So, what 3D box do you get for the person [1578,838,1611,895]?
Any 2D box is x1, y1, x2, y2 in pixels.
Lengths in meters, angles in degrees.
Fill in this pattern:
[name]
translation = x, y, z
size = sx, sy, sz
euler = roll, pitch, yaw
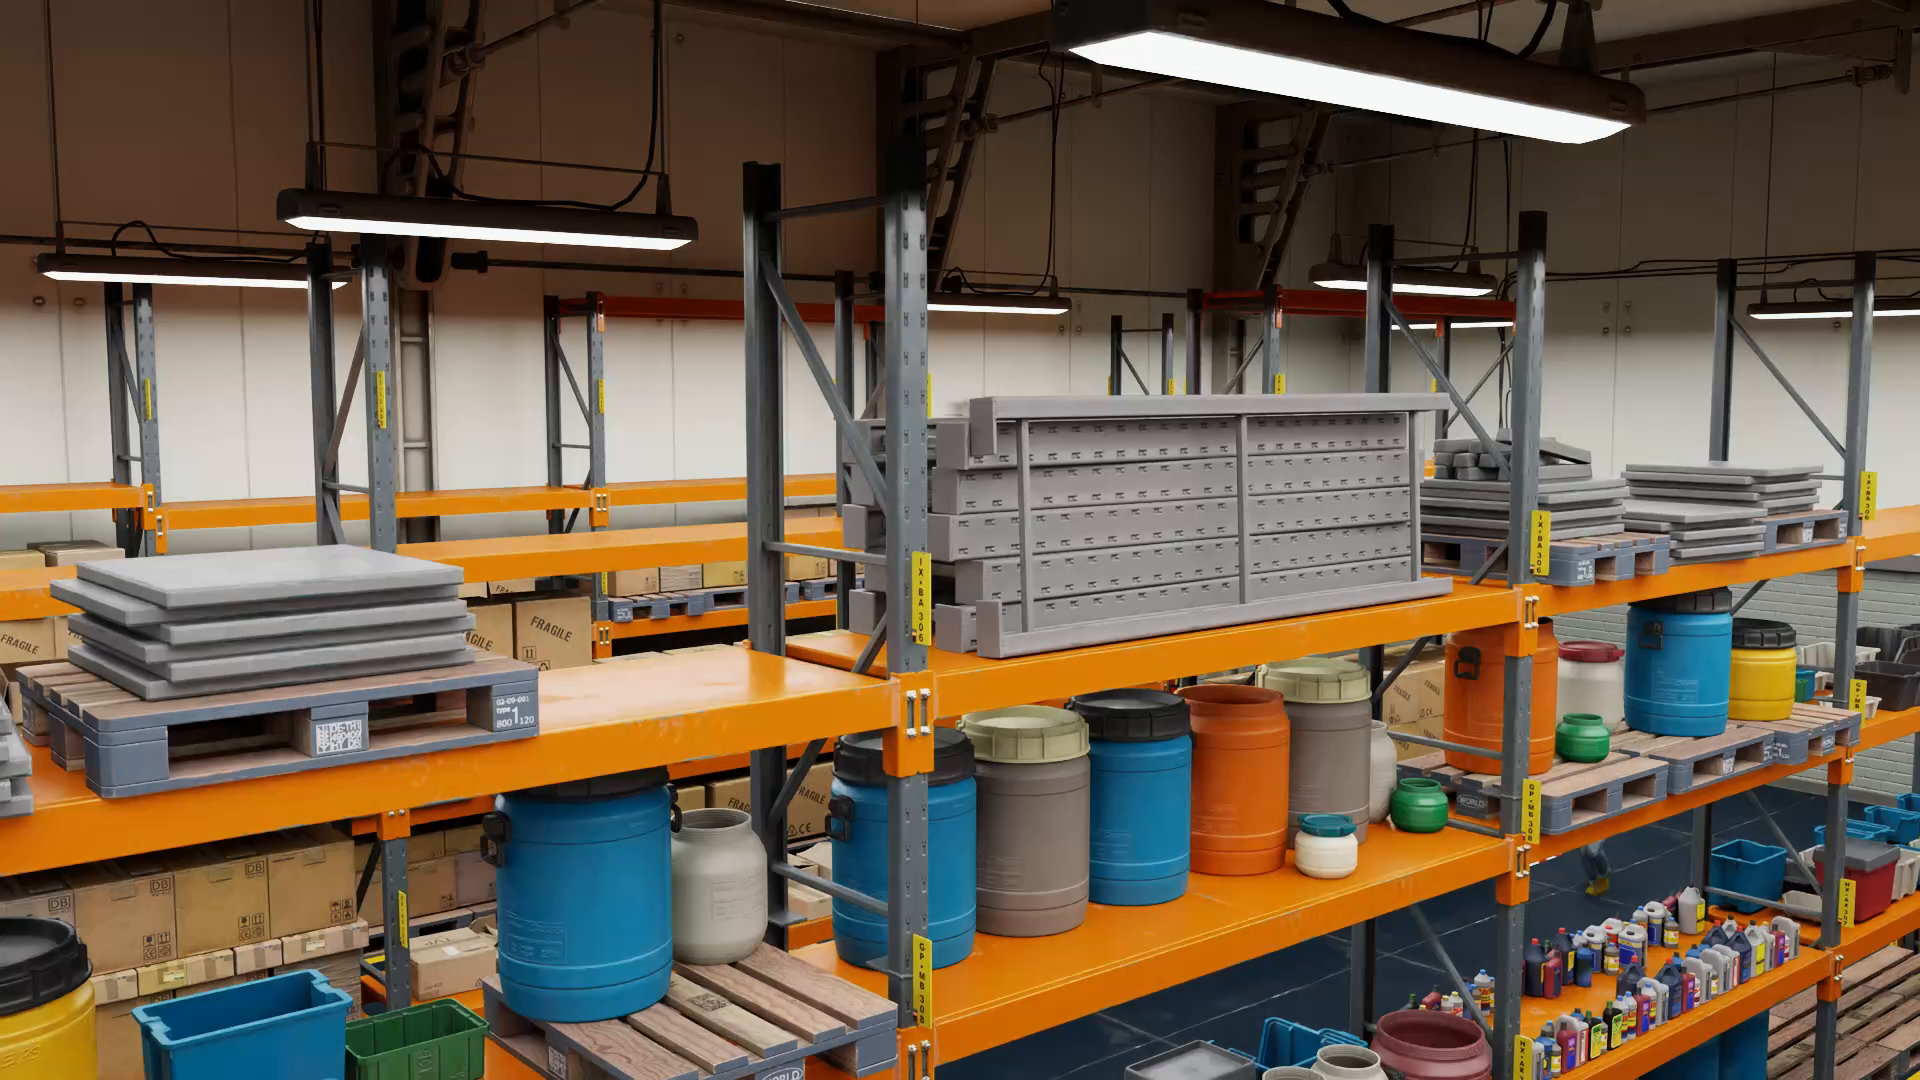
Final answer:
[person]
translation = 6.308, 2.718, 16.545
size = 0.654, 1.707, 0.658
euler = 5, 7, 43
